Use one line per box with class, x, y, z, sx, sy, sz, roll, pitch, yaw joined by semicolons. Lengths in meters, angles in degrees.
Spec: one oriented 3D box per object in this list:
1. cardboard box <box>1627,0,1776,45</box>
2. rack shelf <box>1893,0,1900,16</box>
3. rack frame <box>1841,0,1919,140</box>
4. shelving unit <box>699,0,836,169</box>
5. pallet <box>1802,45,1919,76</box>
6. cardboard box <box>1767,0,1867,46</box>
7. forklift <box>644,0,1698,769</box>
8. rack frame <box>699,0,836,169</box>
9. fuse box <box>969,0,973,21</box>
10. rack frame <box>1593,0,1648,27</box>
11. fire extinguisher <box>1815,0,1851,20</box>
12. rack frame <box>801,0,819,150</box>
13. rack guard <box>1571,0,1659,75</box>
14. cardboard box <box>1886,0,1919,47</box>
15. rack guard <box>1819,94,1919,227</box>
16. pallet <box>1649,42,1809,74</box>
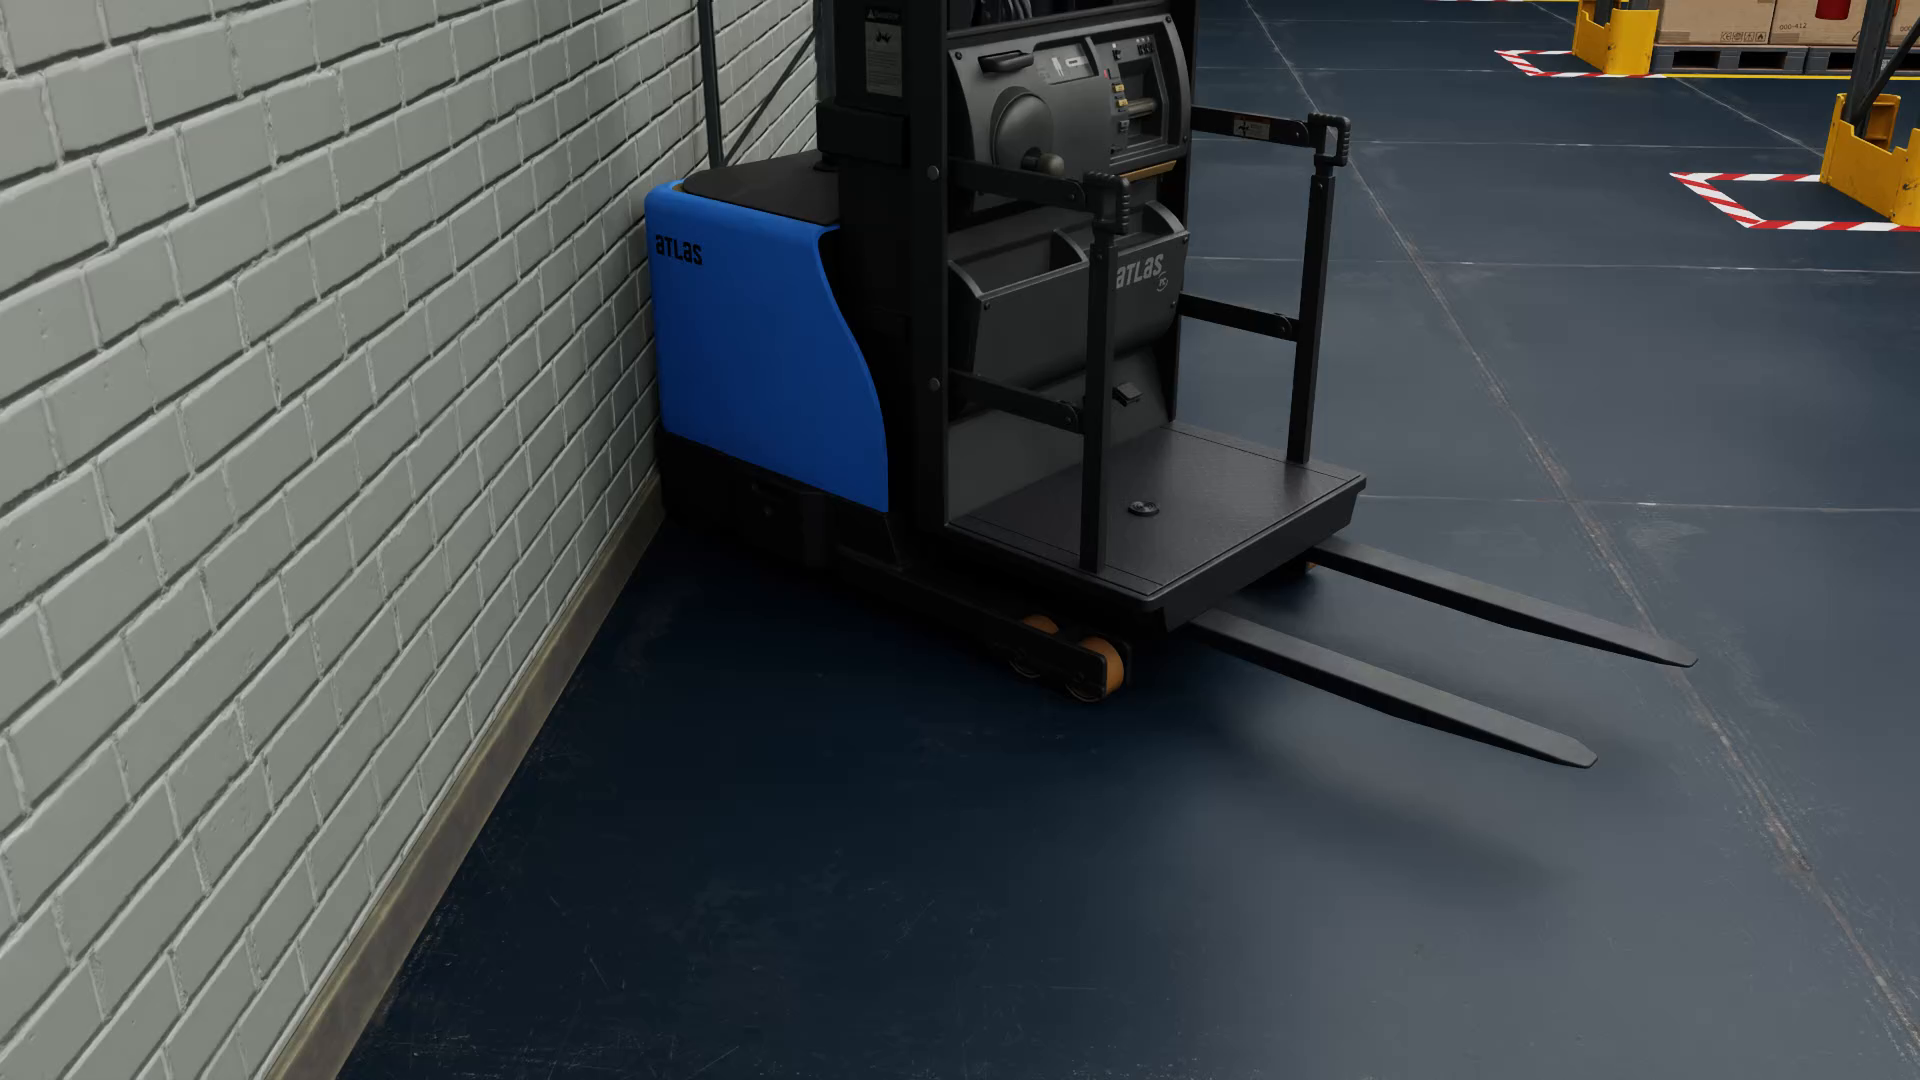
cardboard box;6.111;-4.390;13.765;0.875;0.438;0.875;1;25;2
rack shelf;7.161;-2.886;8.793;4.000;0.370;1.077;2;25;4
rack frame;5.167;-3.276;8.782;0.127;3.000;1.000;2;25;4
shelving unit;-0.499;-1.378;6.252;0.587;1.500;1.083;2;17;15
pallet;7.461;-4.043;13.783;1.213;0.211;1.003;2;25;4
cardboard box;7.024;-4.364;13.709;0.875;0.438;0.875;2;25;5
forklift;0.467;-1.157;4.259;3.031;2.935;1.130;20;32;37
rack frame;-0.625;-1.239;5.790;0.500;1.500;0.032;2;17;15
fuse box;0.127;-5.799;15.805;0.414;1.711;0.539;2;25;4
rack frame;5.445;-5.343;13.273;0.127;3.000;1.000;2;25;4
fire extinguisher;4.951;-3.272;9.312;0.183;0.674;0.296;2;25;4
rack frame;-0.368;-1.522;6.732;0.500;1.500;0.032;2;17;15
rack guard;5.421;-4.208;13.797;0.348;0.500;1.175;2;25;4
cardboard box;7.923;-4.335;13.645;0.875;0.438;0.875;1;25;2
rack guard;5.242;-2.138;9.299;0.348;0.500;1.175;2;25;4
pallet;6.248;-4.083;13.871;1.213;0.211;1.003;2;25;4
